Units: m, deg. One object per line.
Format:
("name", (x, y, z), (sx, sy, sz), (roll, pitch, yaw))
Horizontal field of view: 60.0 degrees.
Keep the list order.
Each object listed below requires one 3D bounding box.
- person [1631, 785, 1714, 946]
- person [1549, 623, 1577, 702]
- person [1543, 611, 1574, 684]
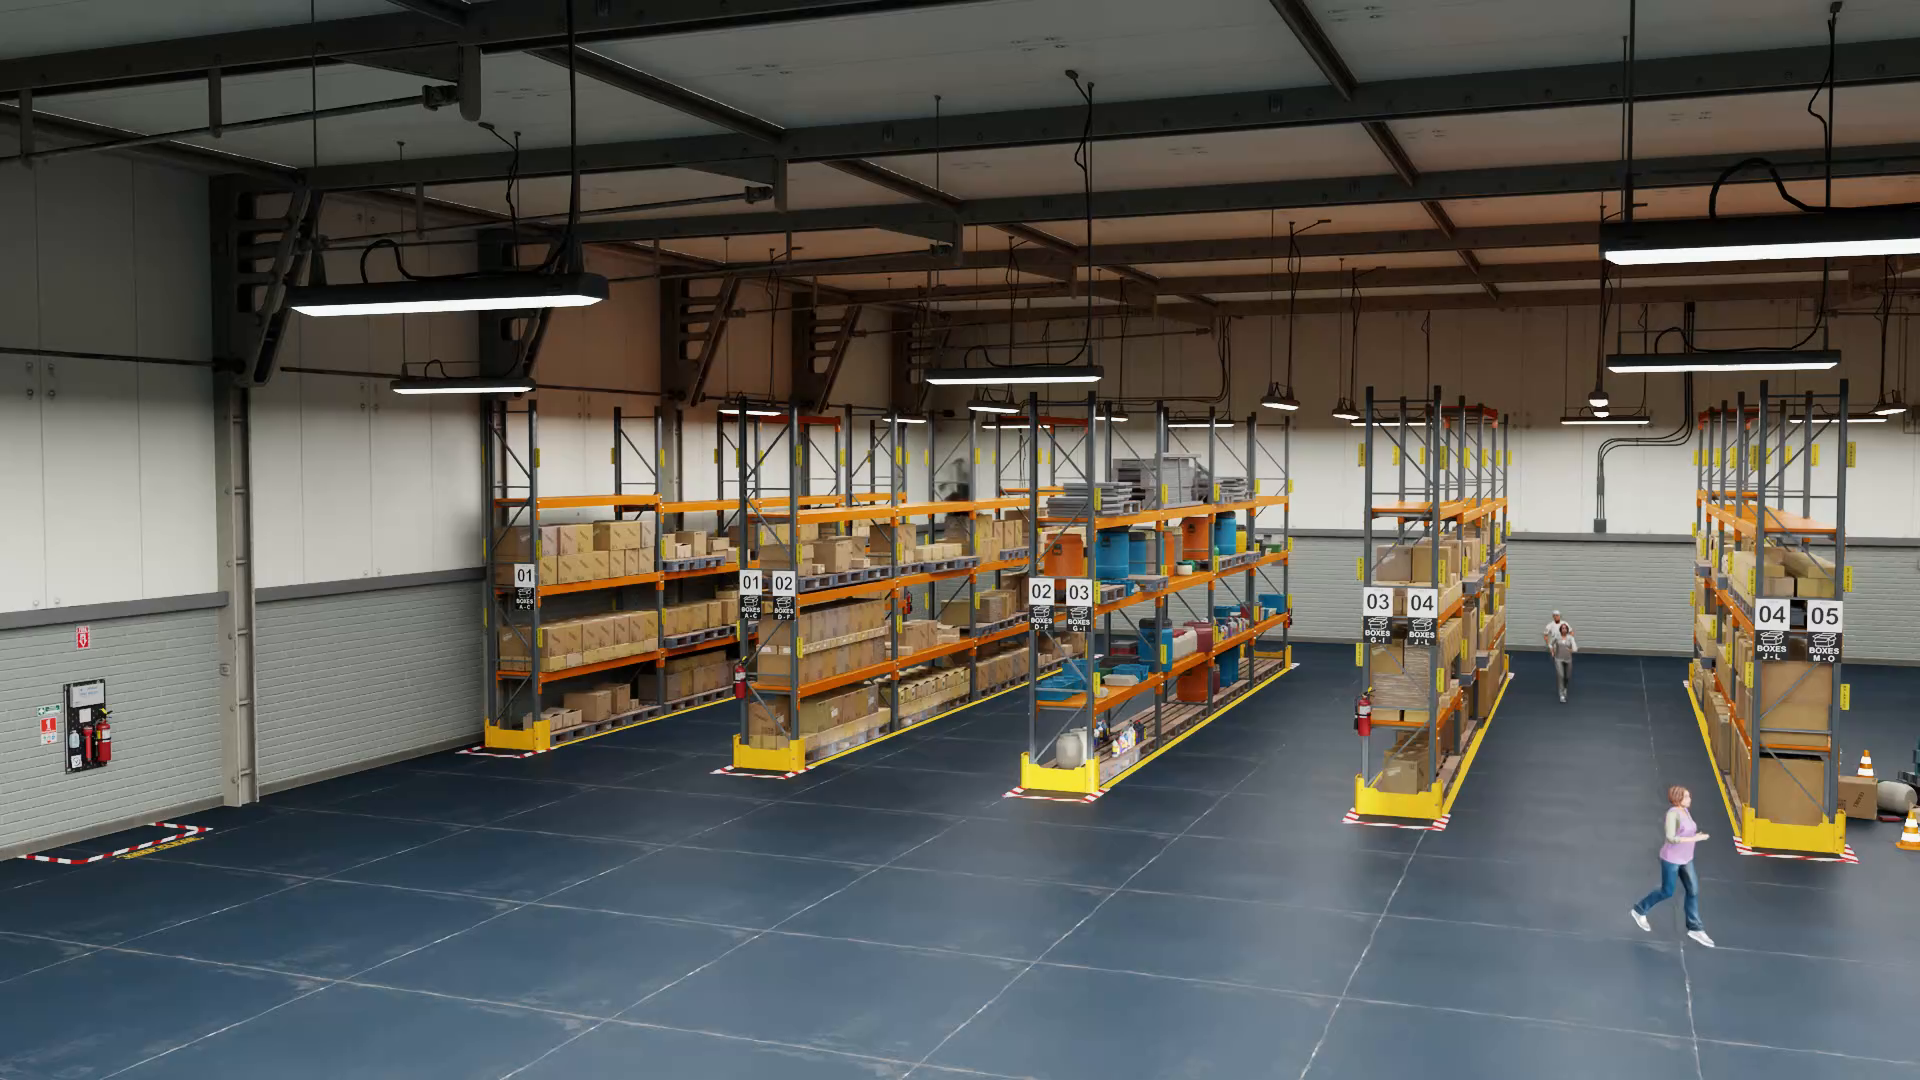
("person", (7.382, 3.329, 17.207), (0.558, 1.610, 0.837), (-3, 4, -42))
("person", (12.405, 2.501, 34.203), (0.539, 1.580, 0.891), (1, 3, 13))
("person", (13.329, 2.376, 37.036), (0.670, 1.605, 0.546), (1, 3, 12))
